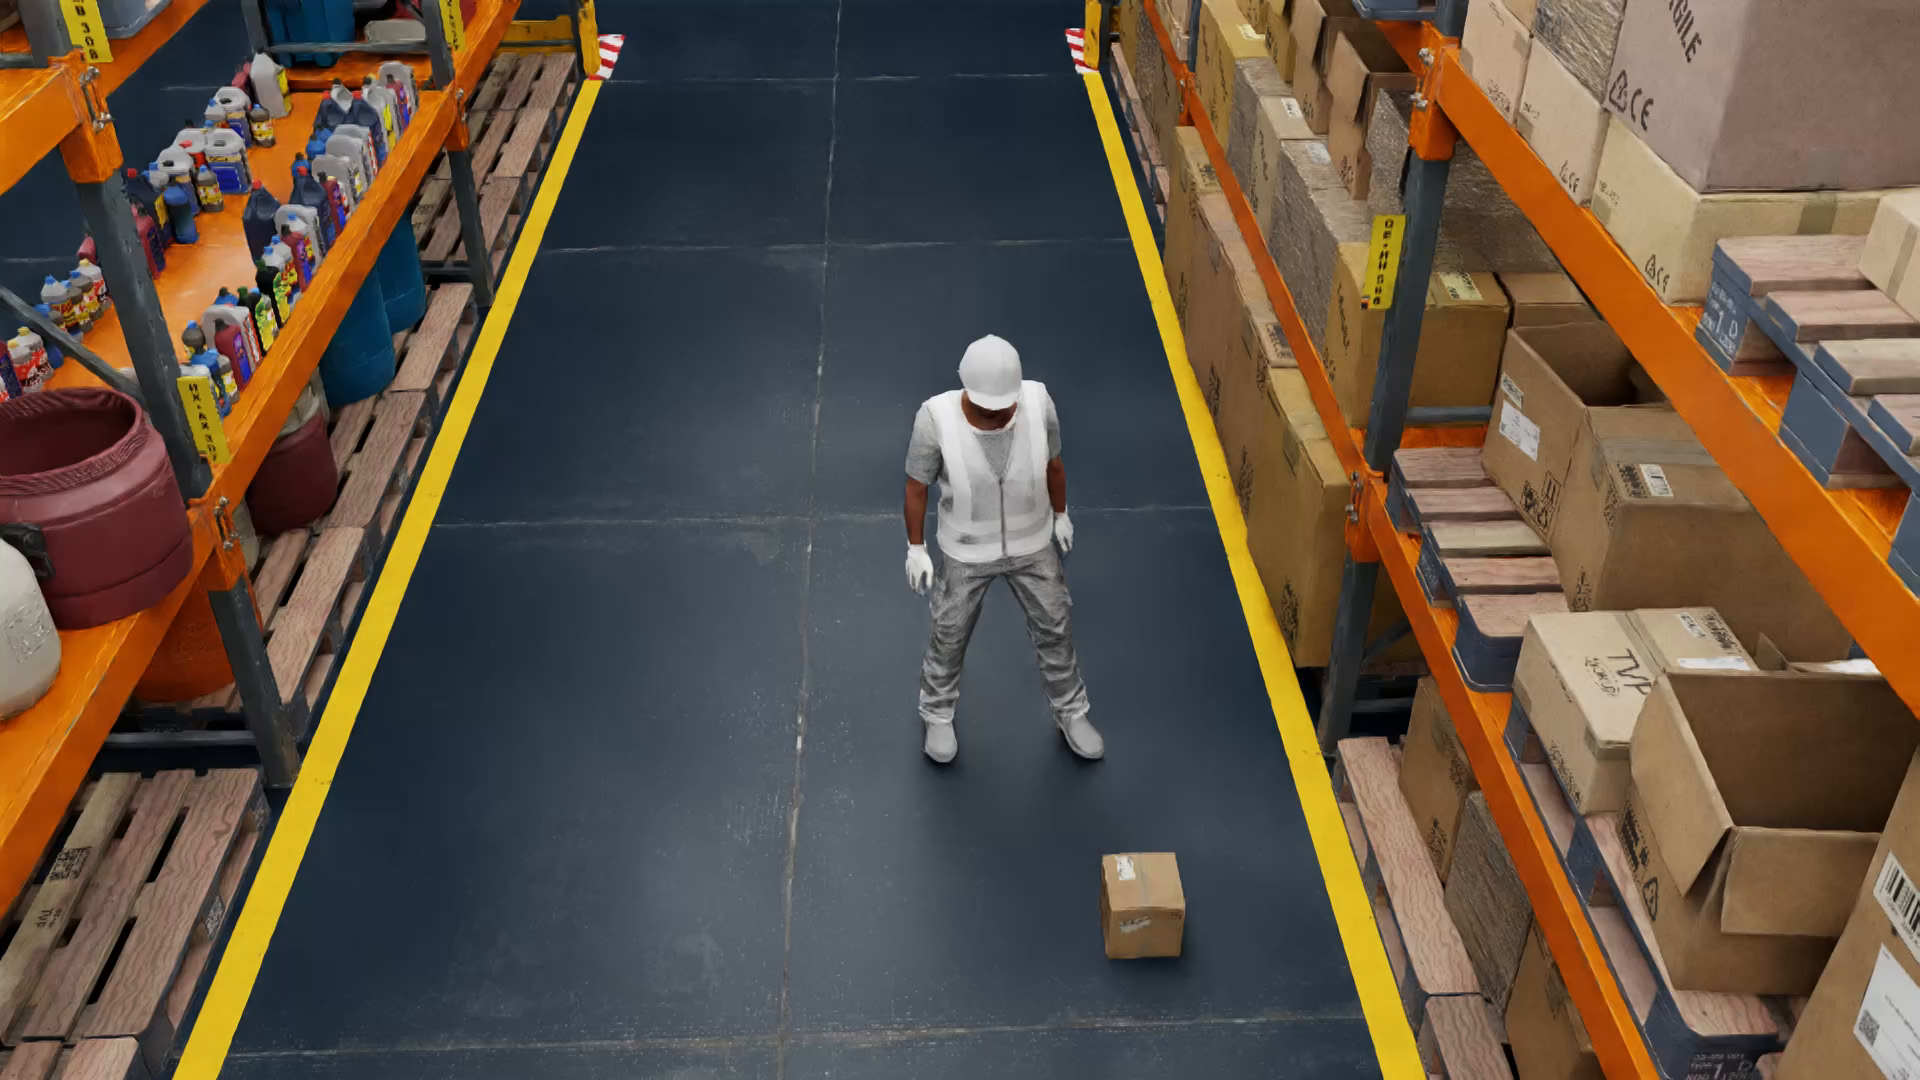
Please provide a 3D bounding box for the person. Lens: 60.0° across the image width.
[{"bbox_3d":[0.170,0.045,6.029,0.724,1.774,0.474,-8,36,-11],"label":"person"}]
